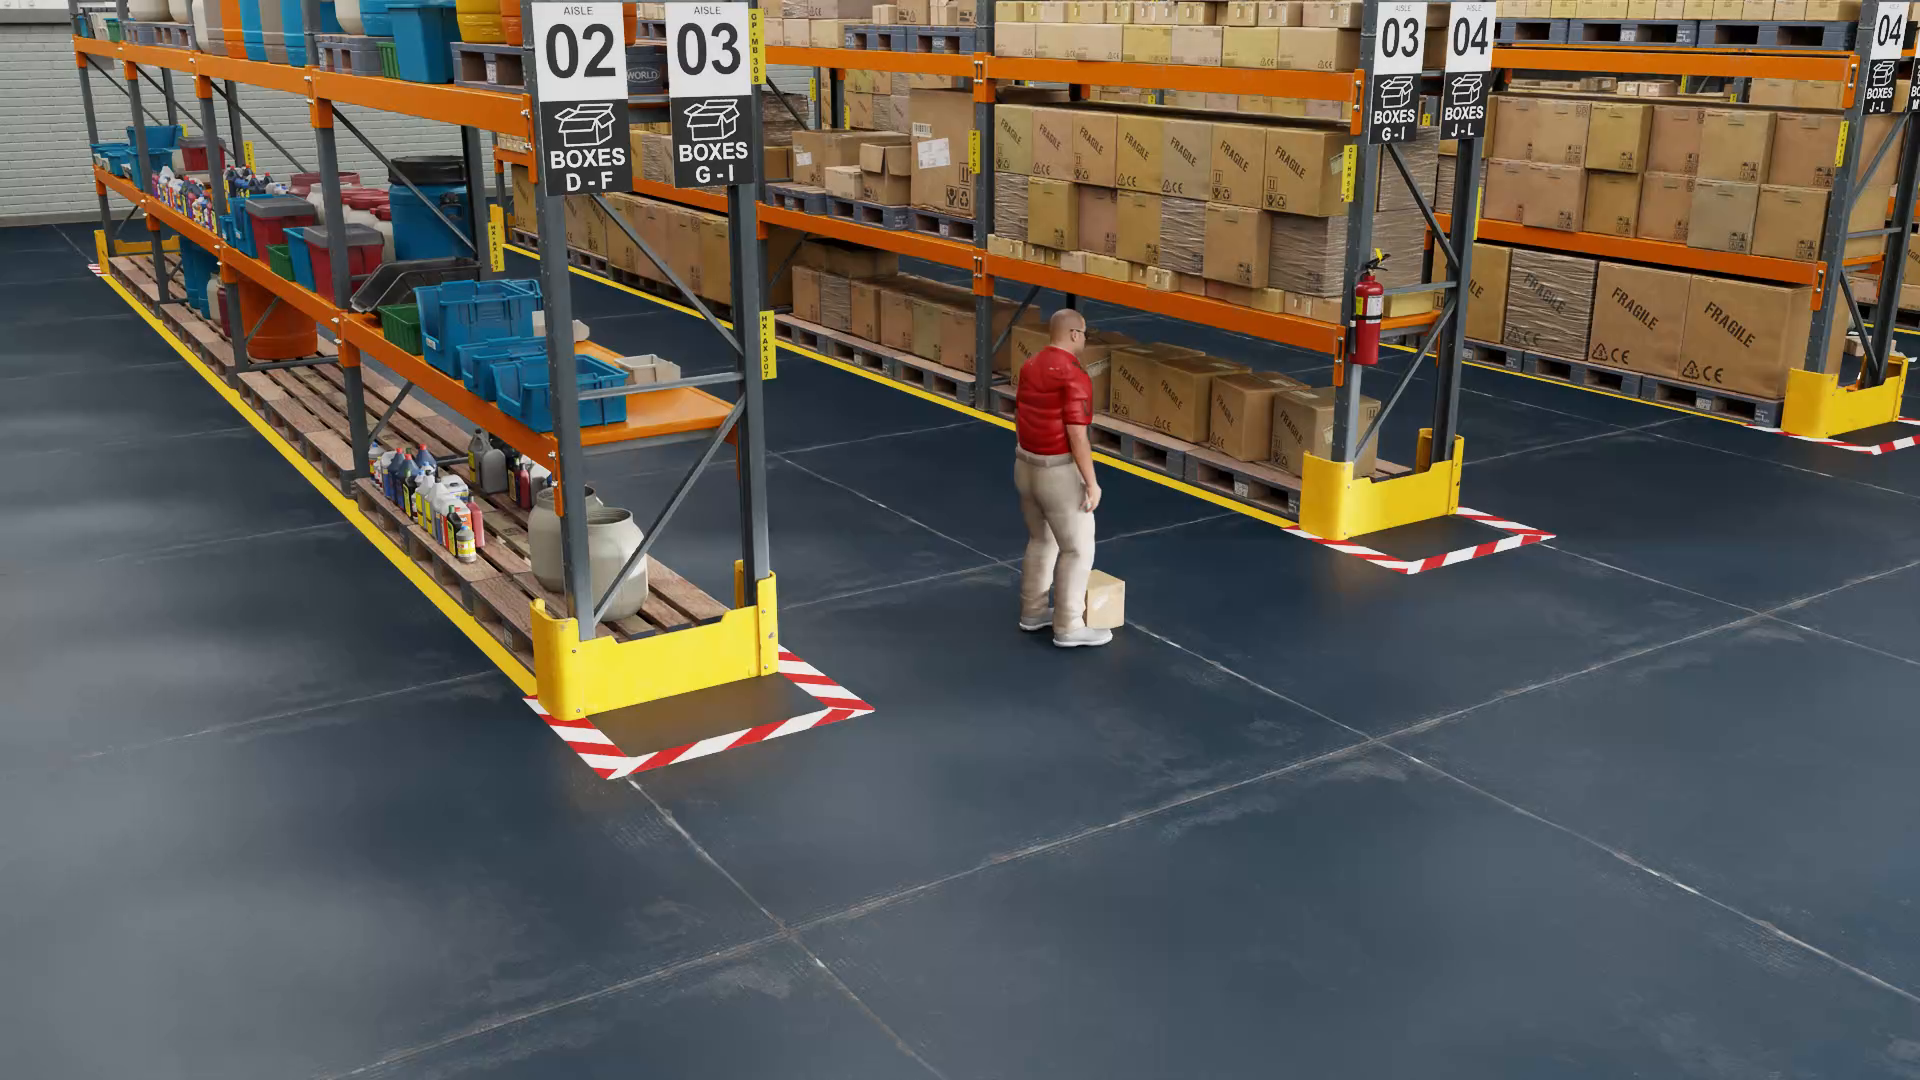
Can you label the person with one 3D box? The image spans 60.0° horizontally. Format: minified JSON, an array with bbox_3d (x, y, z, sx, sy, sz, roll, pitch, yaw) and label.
[{"bbox_3d":[0.505,-0.328,8.587,0.394,1.727,0.587,-11,21,-31],"label":"person"}]
